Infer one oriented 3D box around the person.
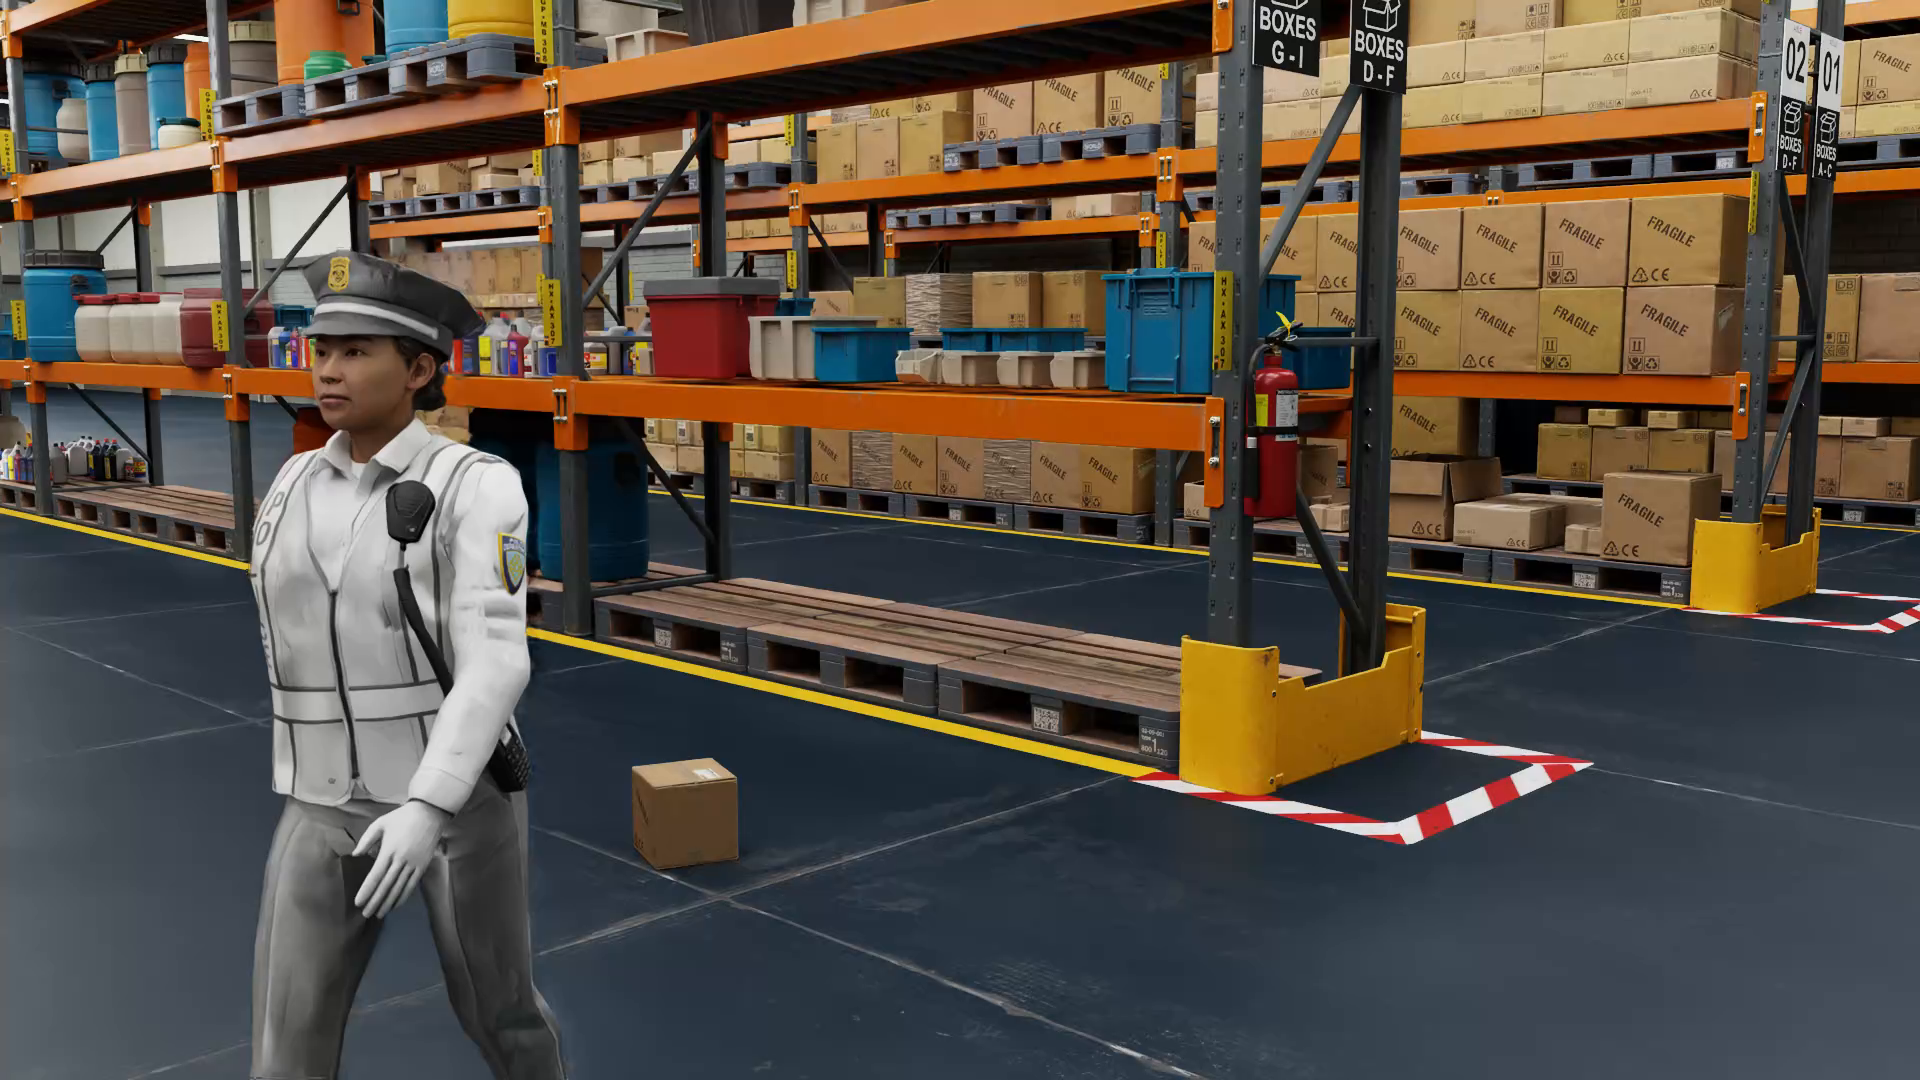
[{"bbox_3d":[-0.867,0.391,2.467,0.486,1.628,0.982,1,7,8],"label":"person"}]
